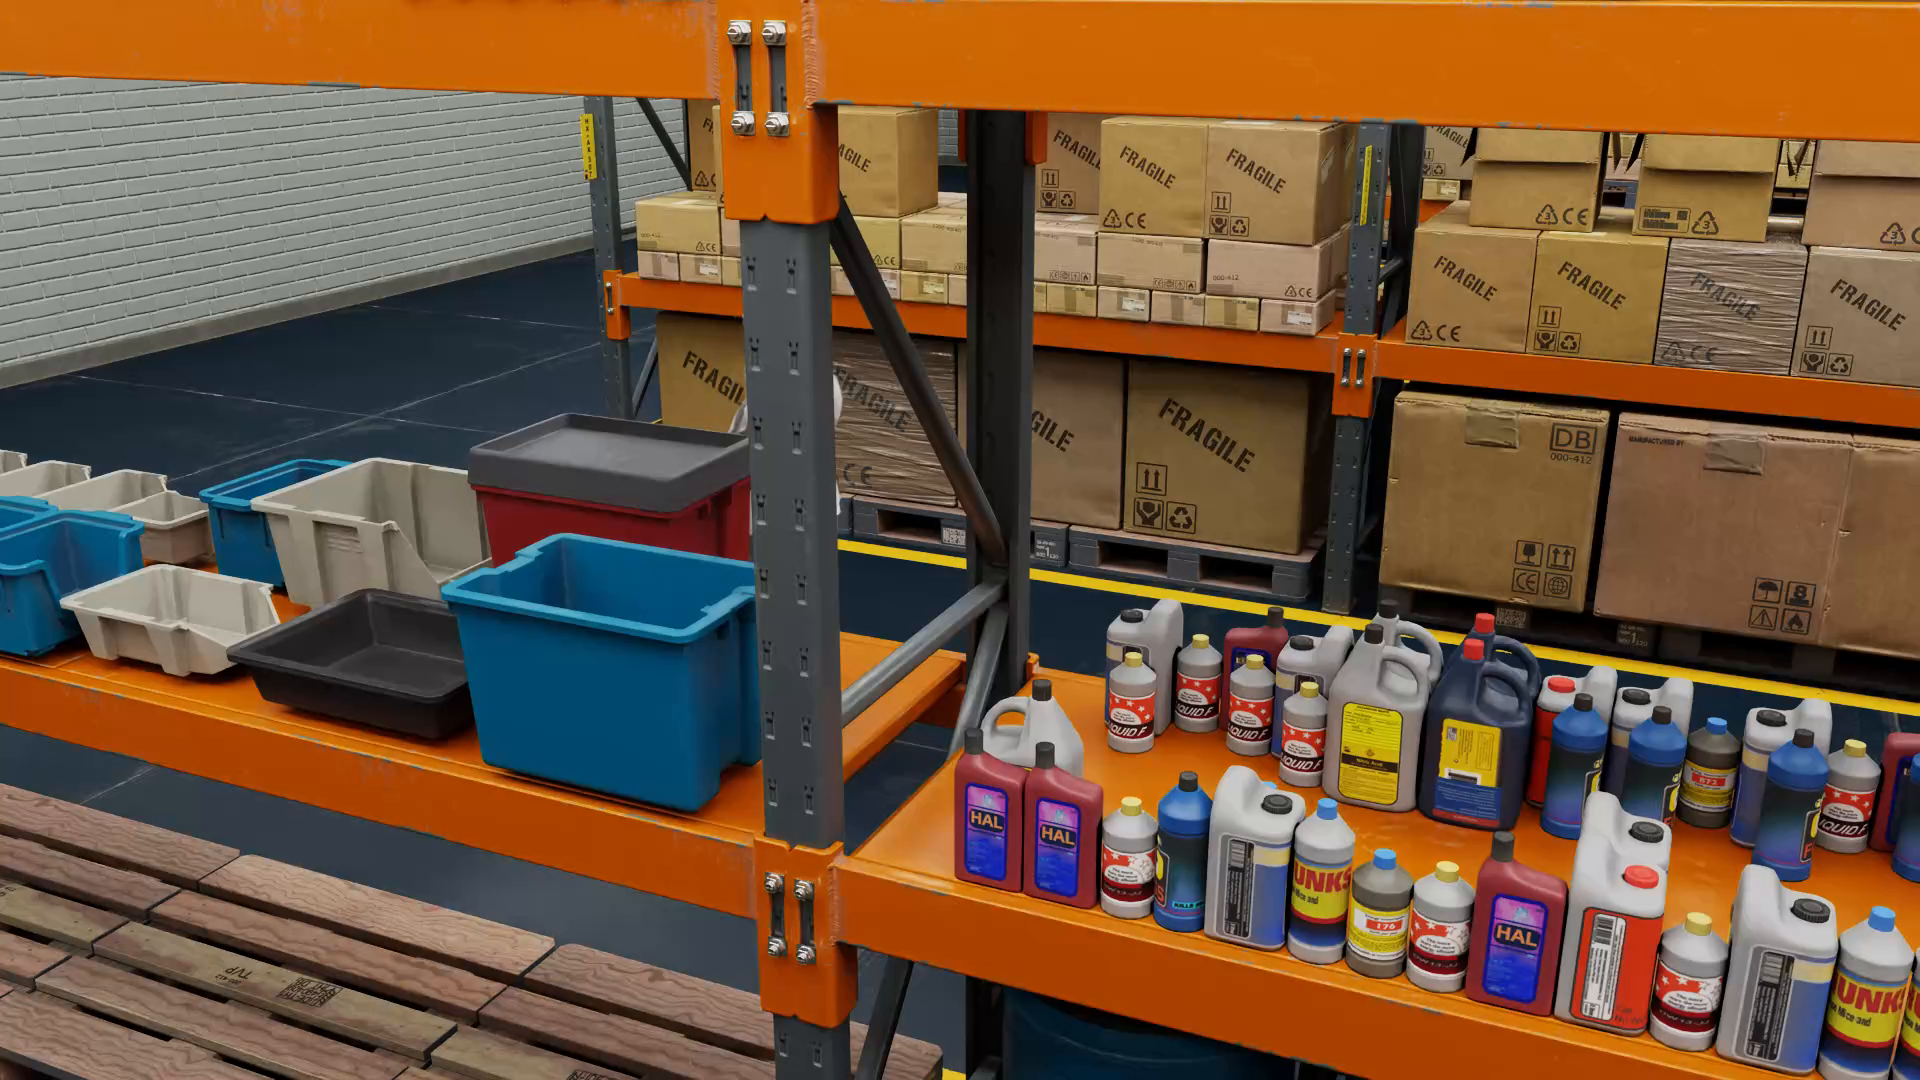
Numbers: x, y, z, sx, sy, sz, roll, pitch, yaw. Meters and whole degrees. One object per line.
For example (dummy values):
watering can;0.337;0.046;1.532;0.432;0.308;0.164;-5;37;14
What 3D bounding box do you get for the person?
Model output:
person;-0.740;-0.063;6.223;0.552;1.762;0.494;9;21;24
